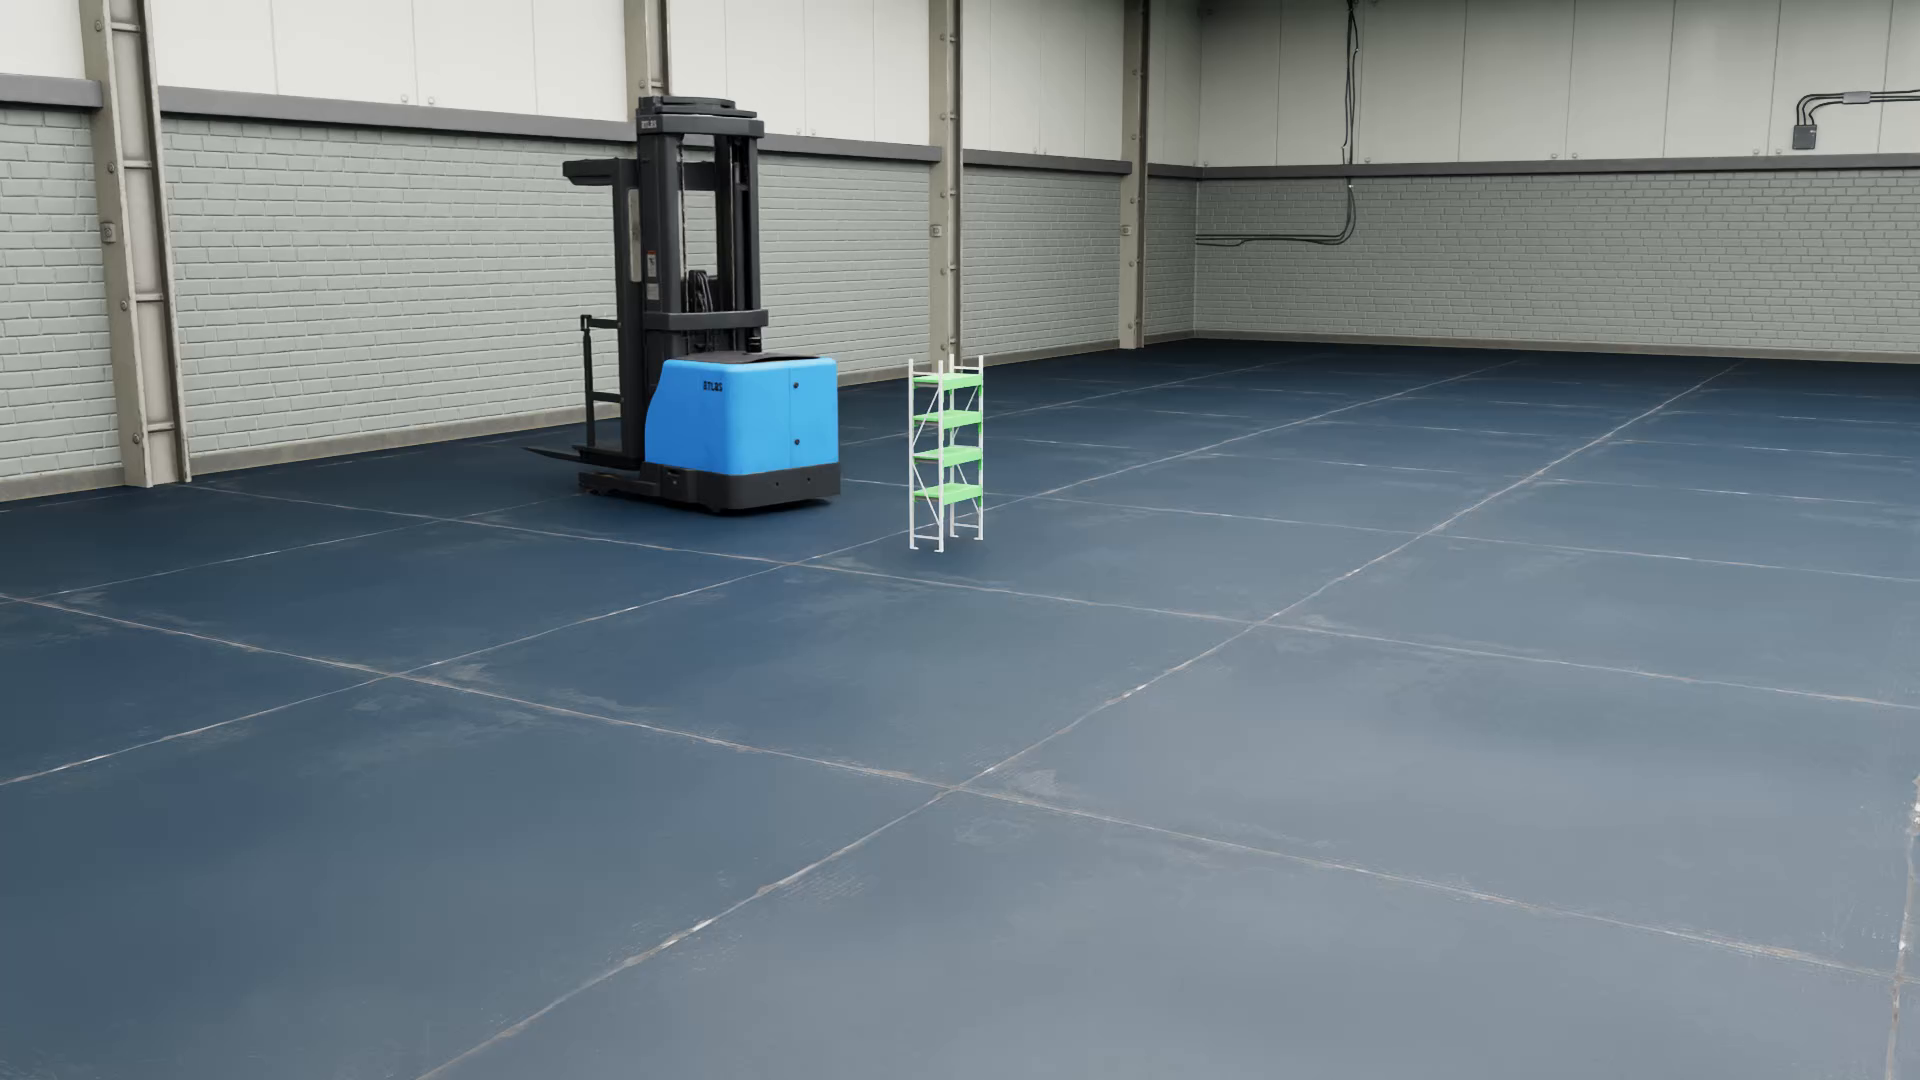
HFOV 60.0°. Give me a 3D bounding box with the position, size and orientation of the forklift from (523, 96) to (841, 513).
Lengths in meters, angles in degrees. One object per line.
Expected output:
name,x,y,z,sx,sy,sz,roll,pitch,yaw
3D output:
forklift,-2.295,-1.839,12.728,3.031,2.935,1.130,10,15,43

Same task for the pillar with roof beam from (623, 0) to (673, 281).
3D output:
pillar with roof beam,0.372,-5.413,15.331,9.100,9.000,0.400,6,12,31

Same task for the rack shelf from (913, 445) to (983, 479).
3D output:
rack shelf,-0.086,-0.501,10.631,0.258,0.148,0.480,6,12,31

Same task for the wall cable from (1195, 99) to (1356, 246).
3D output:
wall cable,5.582,-6.523,29.694,3.097,2.526,0.112,6,12,31

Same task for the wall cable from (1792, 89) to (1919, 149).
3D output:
wall cable,13.688,-8.811,24.237,2.305,6.003,0.169,6,12,31

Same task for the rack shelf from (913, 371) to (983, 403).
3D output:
rack shelf,-0.086,-0.973,10.543,0.258,0.148,0.480,6,12,31

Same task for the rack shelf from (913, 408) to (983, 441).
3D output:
rack shelf,-0.086,-0.737,10.587,0.258,0.148,0.480,6,12,31

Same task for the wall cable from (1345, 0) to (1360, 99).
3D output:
wall cable,7.895,-8.747,27.849,3.097,2.526,0.112,6,12,31

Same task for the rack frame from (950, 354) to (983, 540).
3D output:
rack frame,0.041,-0.602,10.824,0.240,1.200,0.015,6,12,31

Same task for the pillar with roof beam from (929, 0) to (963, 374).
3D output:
pillar with roof beam,3.487,-6.357,20.371,9.100,9.000,0.400,6,12,31

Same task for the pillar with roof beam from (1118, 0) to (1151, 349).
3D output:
pillar with roof beam,6.602,-7.301,25.411,9.100,9.000,0.400,6,12,31

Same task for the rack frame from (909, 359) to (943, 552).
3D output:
rack frame,-0.213,-0.525,10.414,0.240,1.200,0.015,6,12,31

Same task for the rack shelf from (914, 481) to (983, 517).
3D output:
rack shelf,-0.086,-0.265,10.675,0.258,0.148,0.480,6,12,31

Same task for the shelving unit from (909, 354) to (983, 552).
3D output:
shelving unit,-0.086,-0.564,10.619,0.258,1.200,0.503,6,12,31

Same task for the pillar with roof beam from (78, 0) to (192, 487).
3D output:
pillar with roof beam,-2.743,-4.470,10.290,9.100,9.000,0.400,6,12,31
